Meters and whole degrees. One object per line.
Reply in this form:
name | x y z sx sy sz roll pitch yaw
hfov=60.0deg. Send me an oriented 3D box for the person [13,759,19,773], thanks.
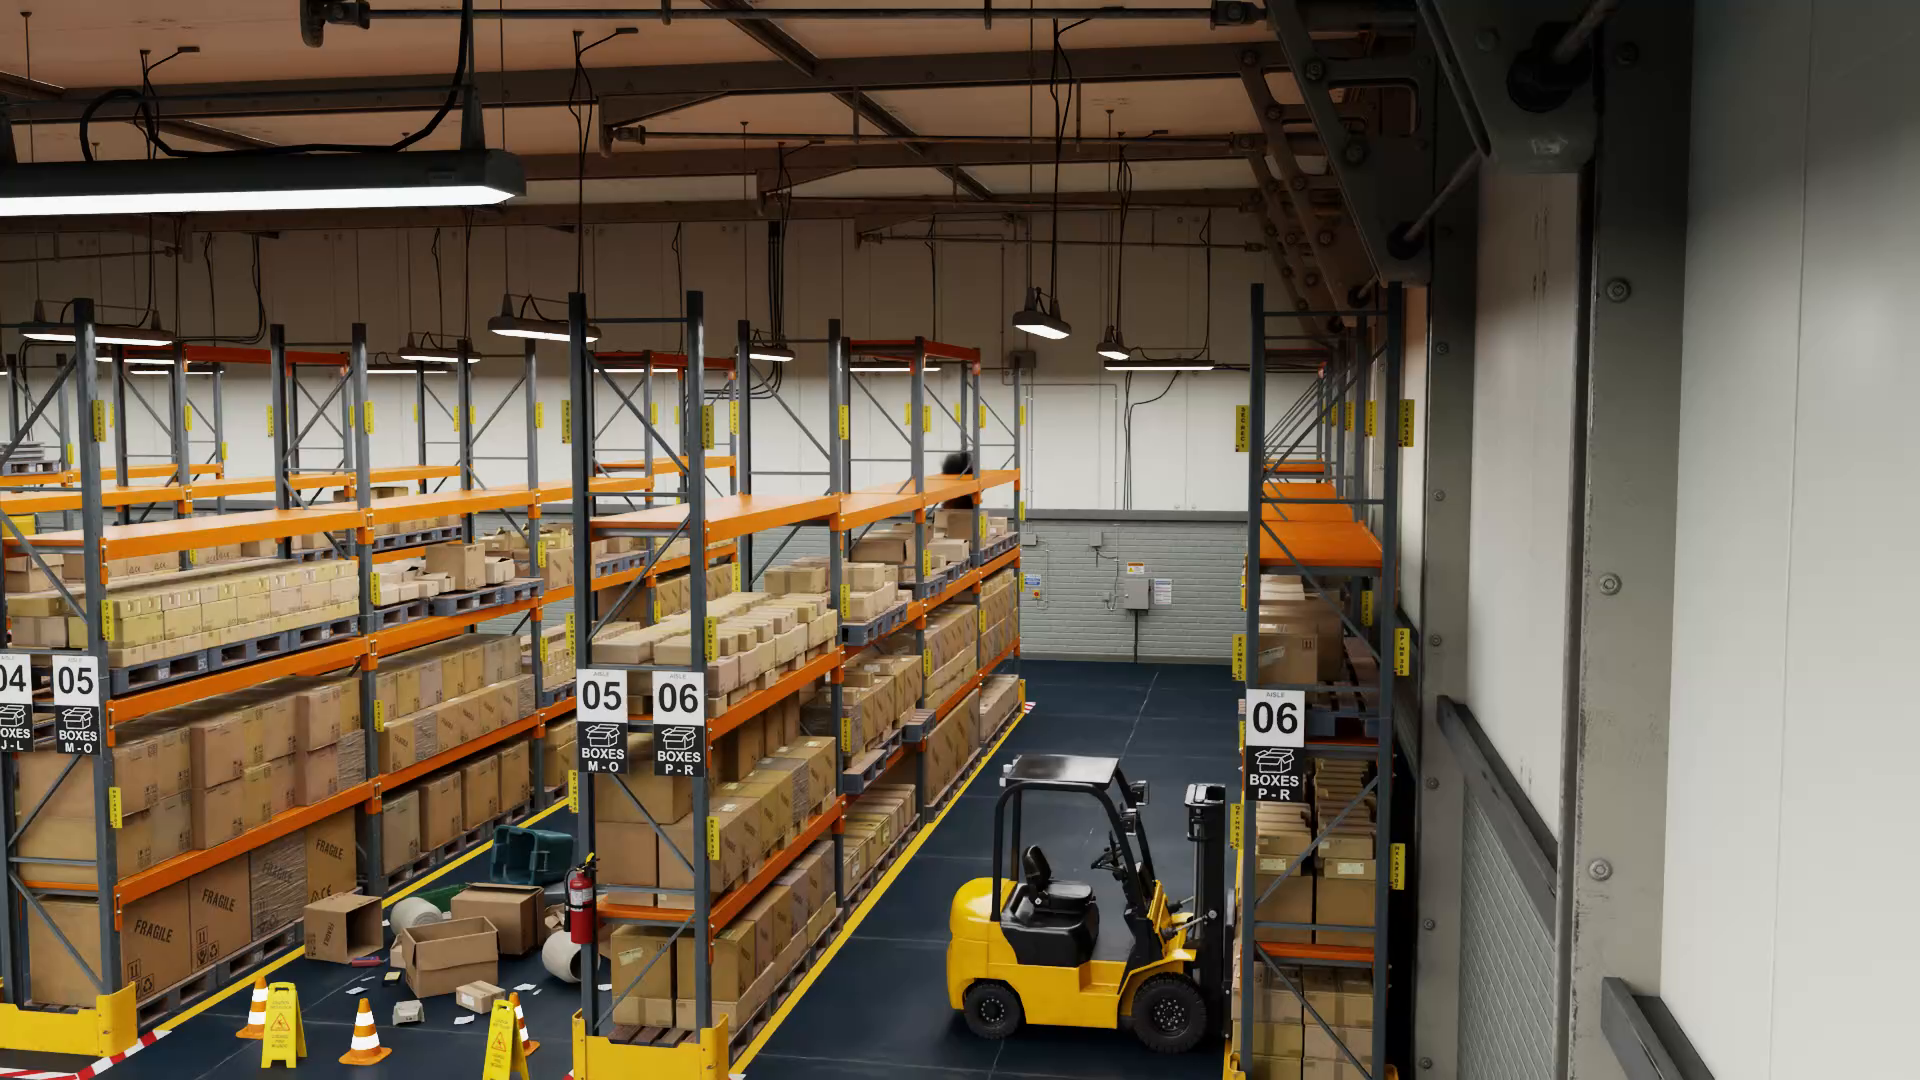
person | -13.206 2.466 23.022 0.590 1.741 0.704 0 5 -3
